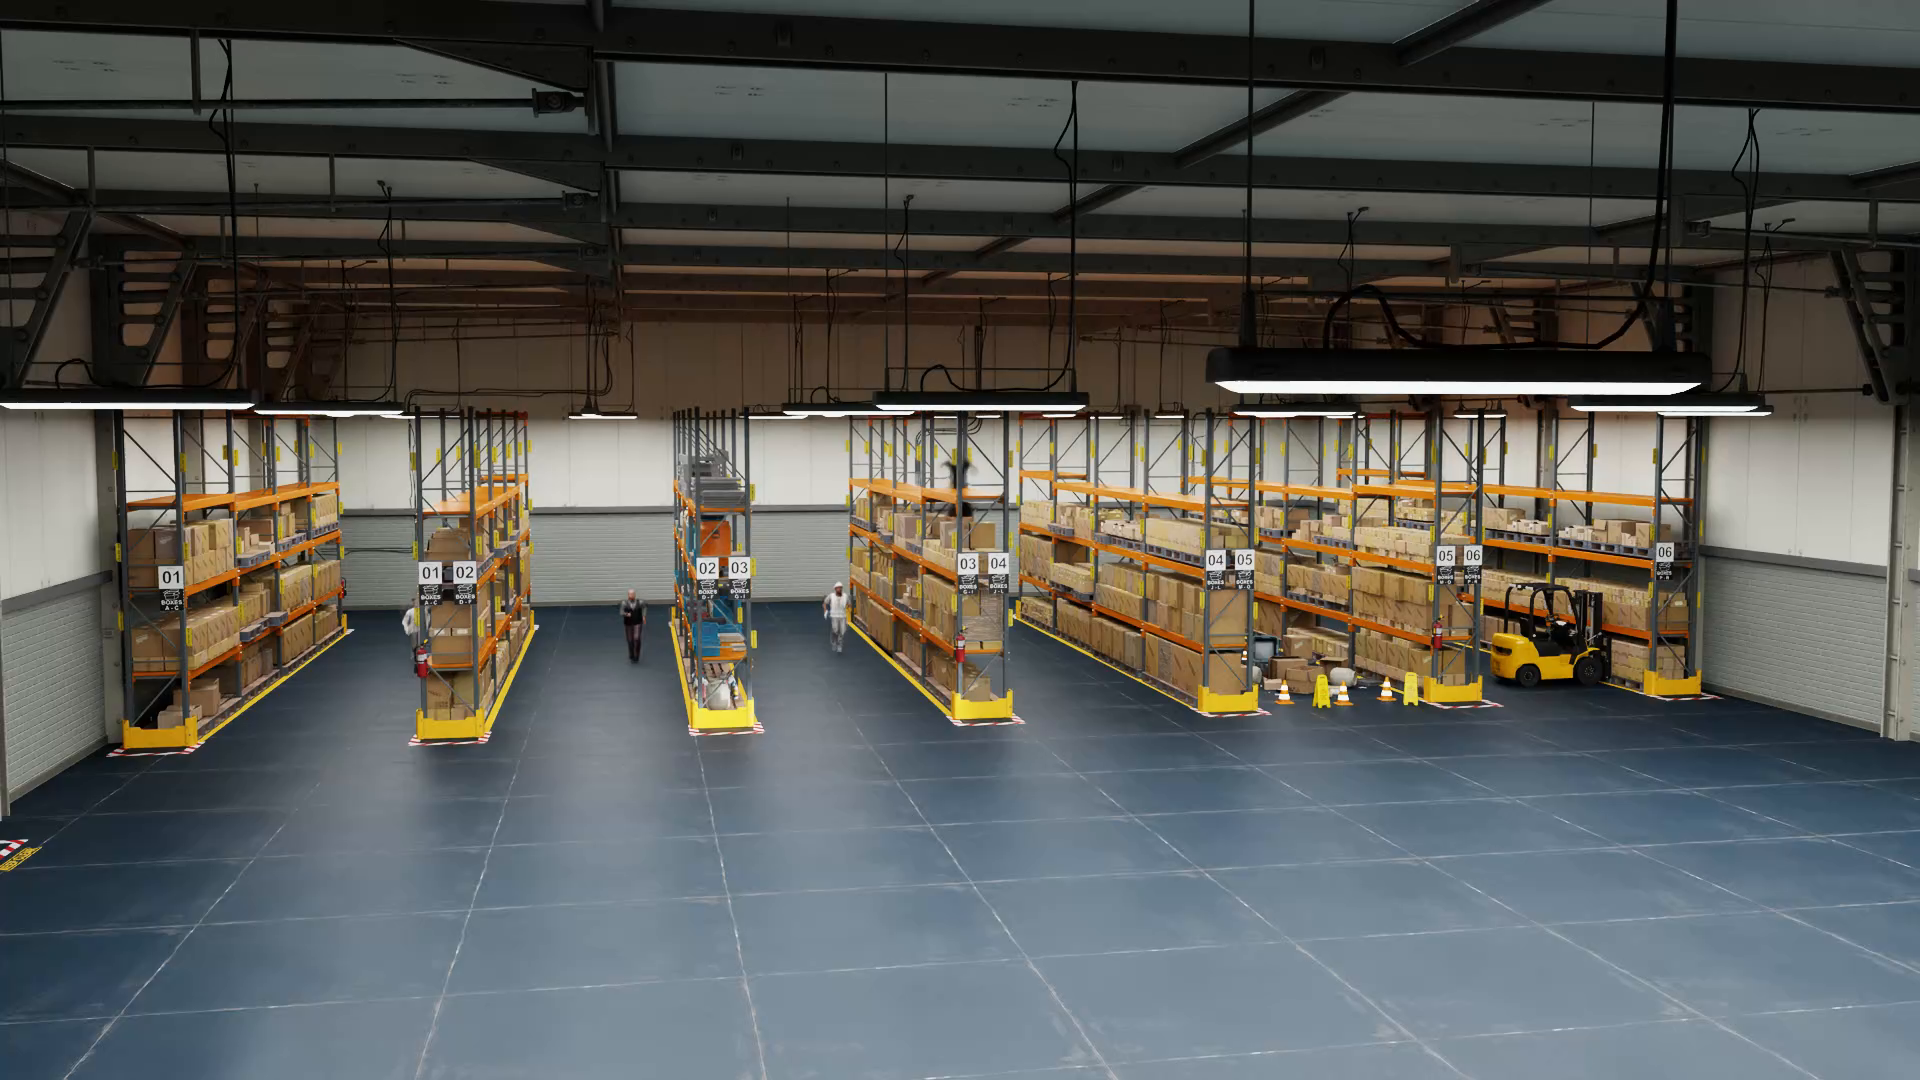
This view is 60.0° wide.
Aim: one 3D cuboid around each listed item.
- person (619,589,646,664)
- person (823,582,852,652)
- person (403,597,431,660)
[{"bbox_3d":[-7.783,2.057,39.555,0.605,1.775,0.833,0,4,-5],"label":"person"},{"bbox_3d":[-2.998,1.916,41.059,0.678,1.735,0.624,-1,4,-14],"label":"person"},{"bbox_3d":[-12.720,2.149,38.977,0.632,1.646,0.584,-2,4,-24],"label":"person"}]
